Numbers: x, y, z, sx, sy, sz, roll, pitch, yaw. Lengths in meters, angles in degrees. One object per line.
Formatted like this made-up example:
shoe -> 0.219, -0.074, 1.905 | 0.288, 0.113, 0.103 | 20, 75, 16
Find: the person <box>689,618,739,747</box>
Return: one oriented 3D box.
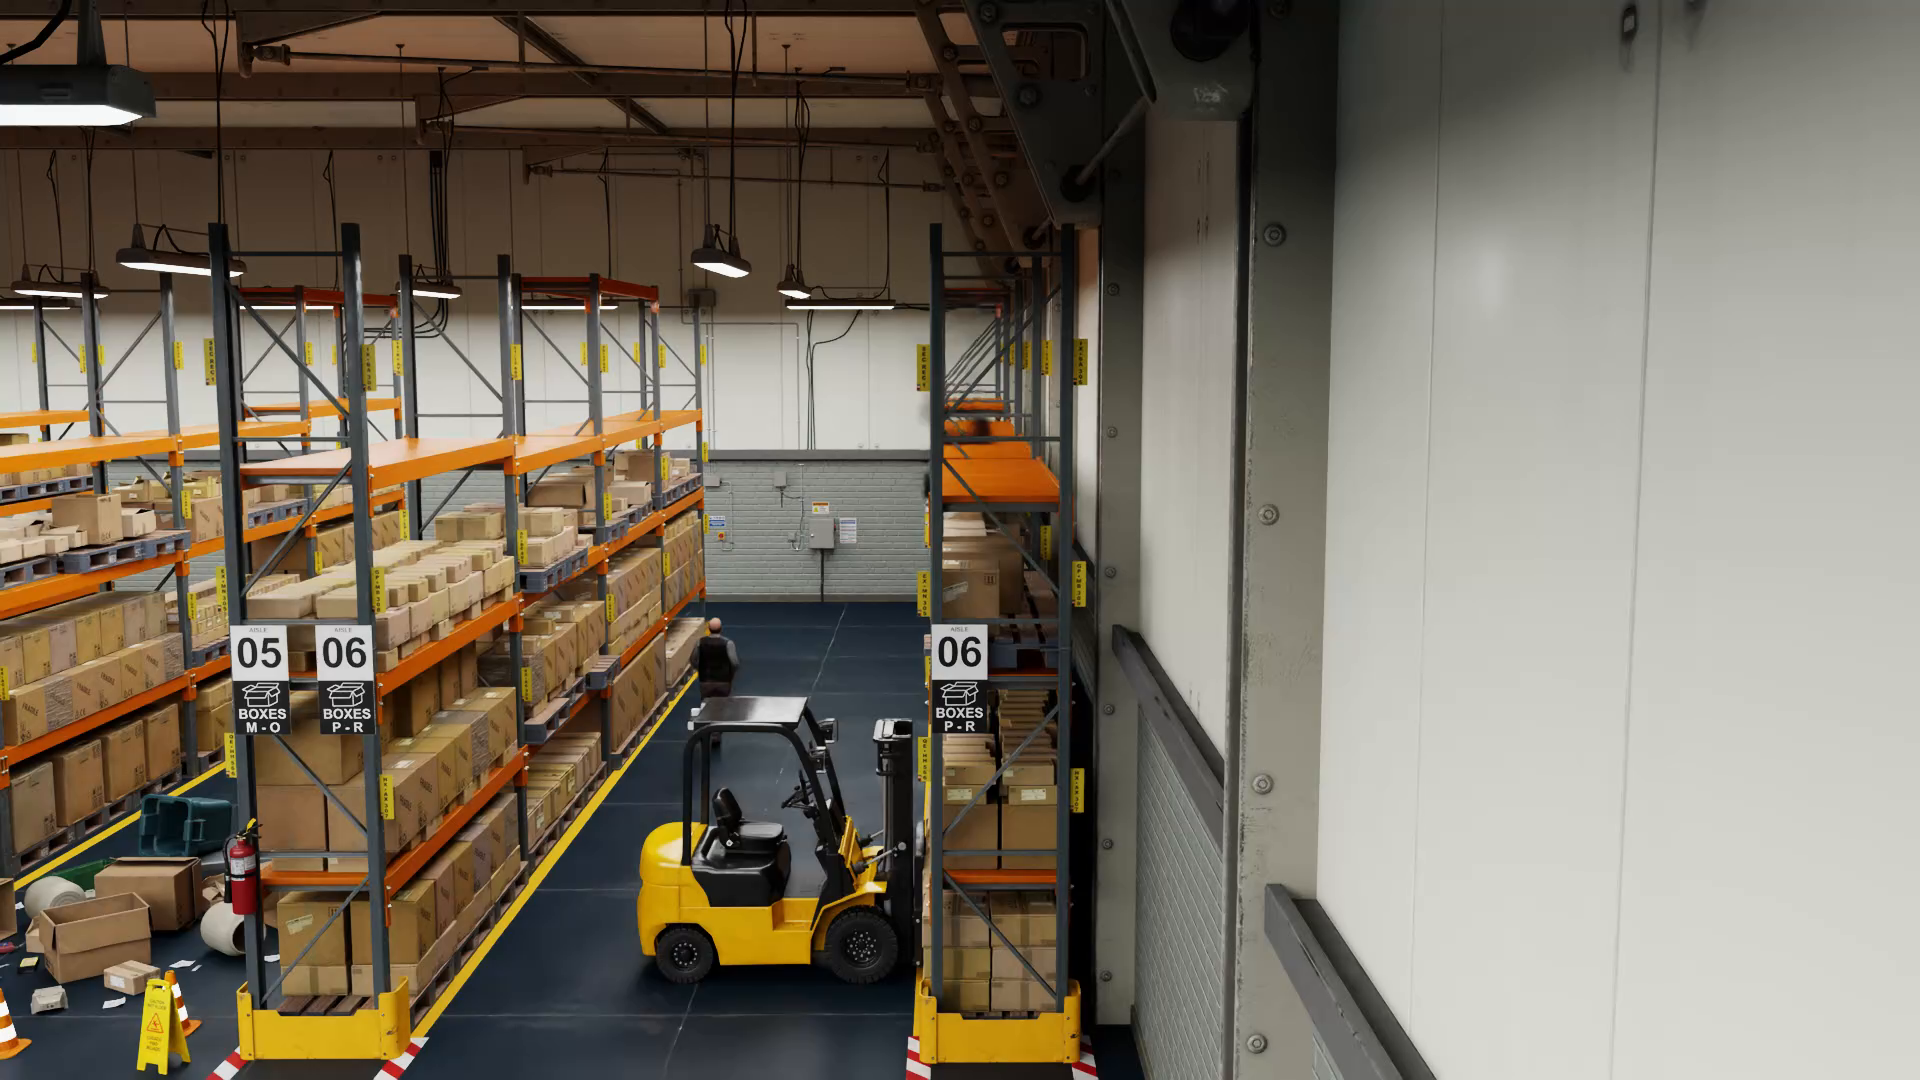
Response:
person -> -3.156, 1.835, 21.445 | 0.644, 1.677, 0.580 | 0, 7, 4
